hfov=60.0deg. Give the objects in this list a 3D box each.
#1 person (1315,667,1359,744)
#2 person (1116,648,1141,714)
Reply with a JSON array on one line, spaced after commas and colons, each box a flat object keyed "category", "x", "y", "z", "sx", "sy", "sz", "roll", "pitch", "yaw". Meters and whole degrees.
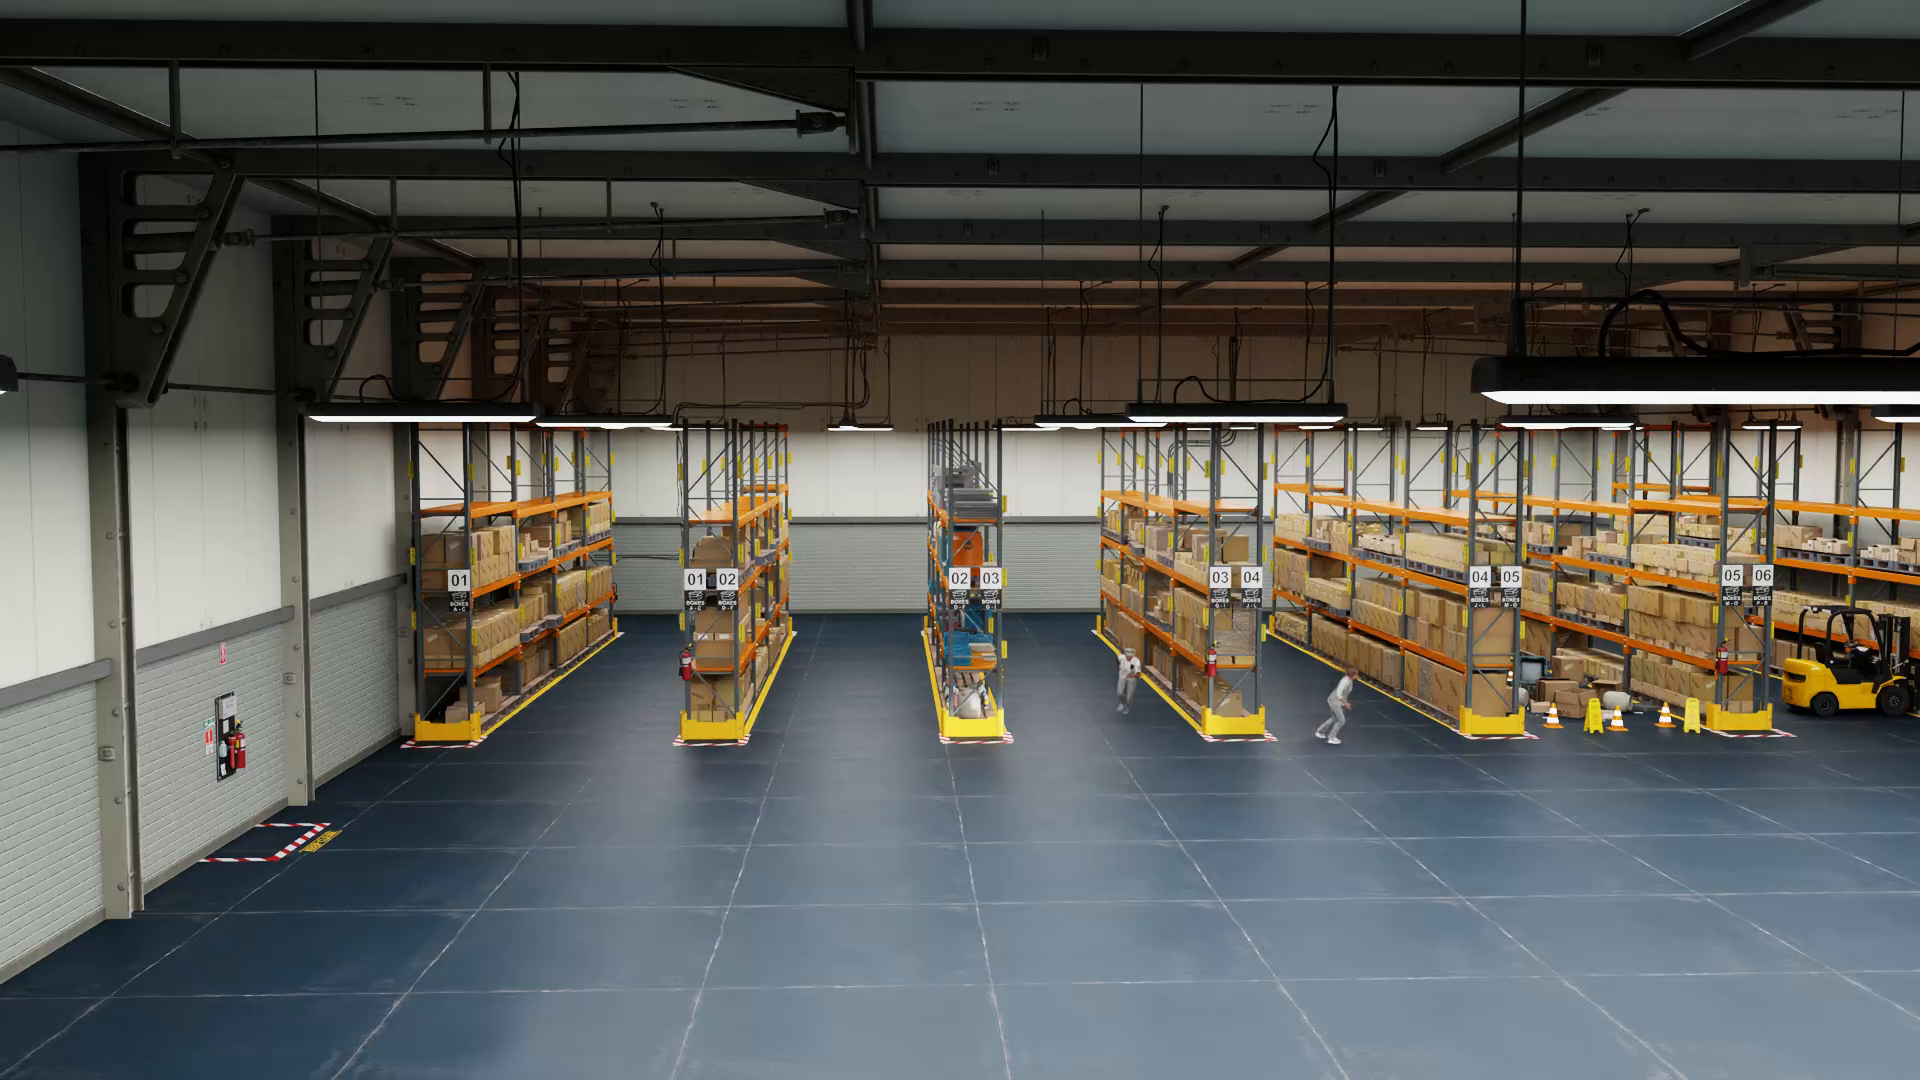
[{"category": "person", "x": 6.954, "y": 3.032, "z": 30.702, "sx": 0.804, "sy": 1.455, "sz": 0.566, "roll": 1, "pitch": 4, "yaw": 22}, {"category": "person", "x": 3.386, "y": 2.853, "z": 33.608, "sx": 0.599, "sy": 1.413, "sz": 0.971, "roll": 1, "pitch": 4, "yaw": 15}]
